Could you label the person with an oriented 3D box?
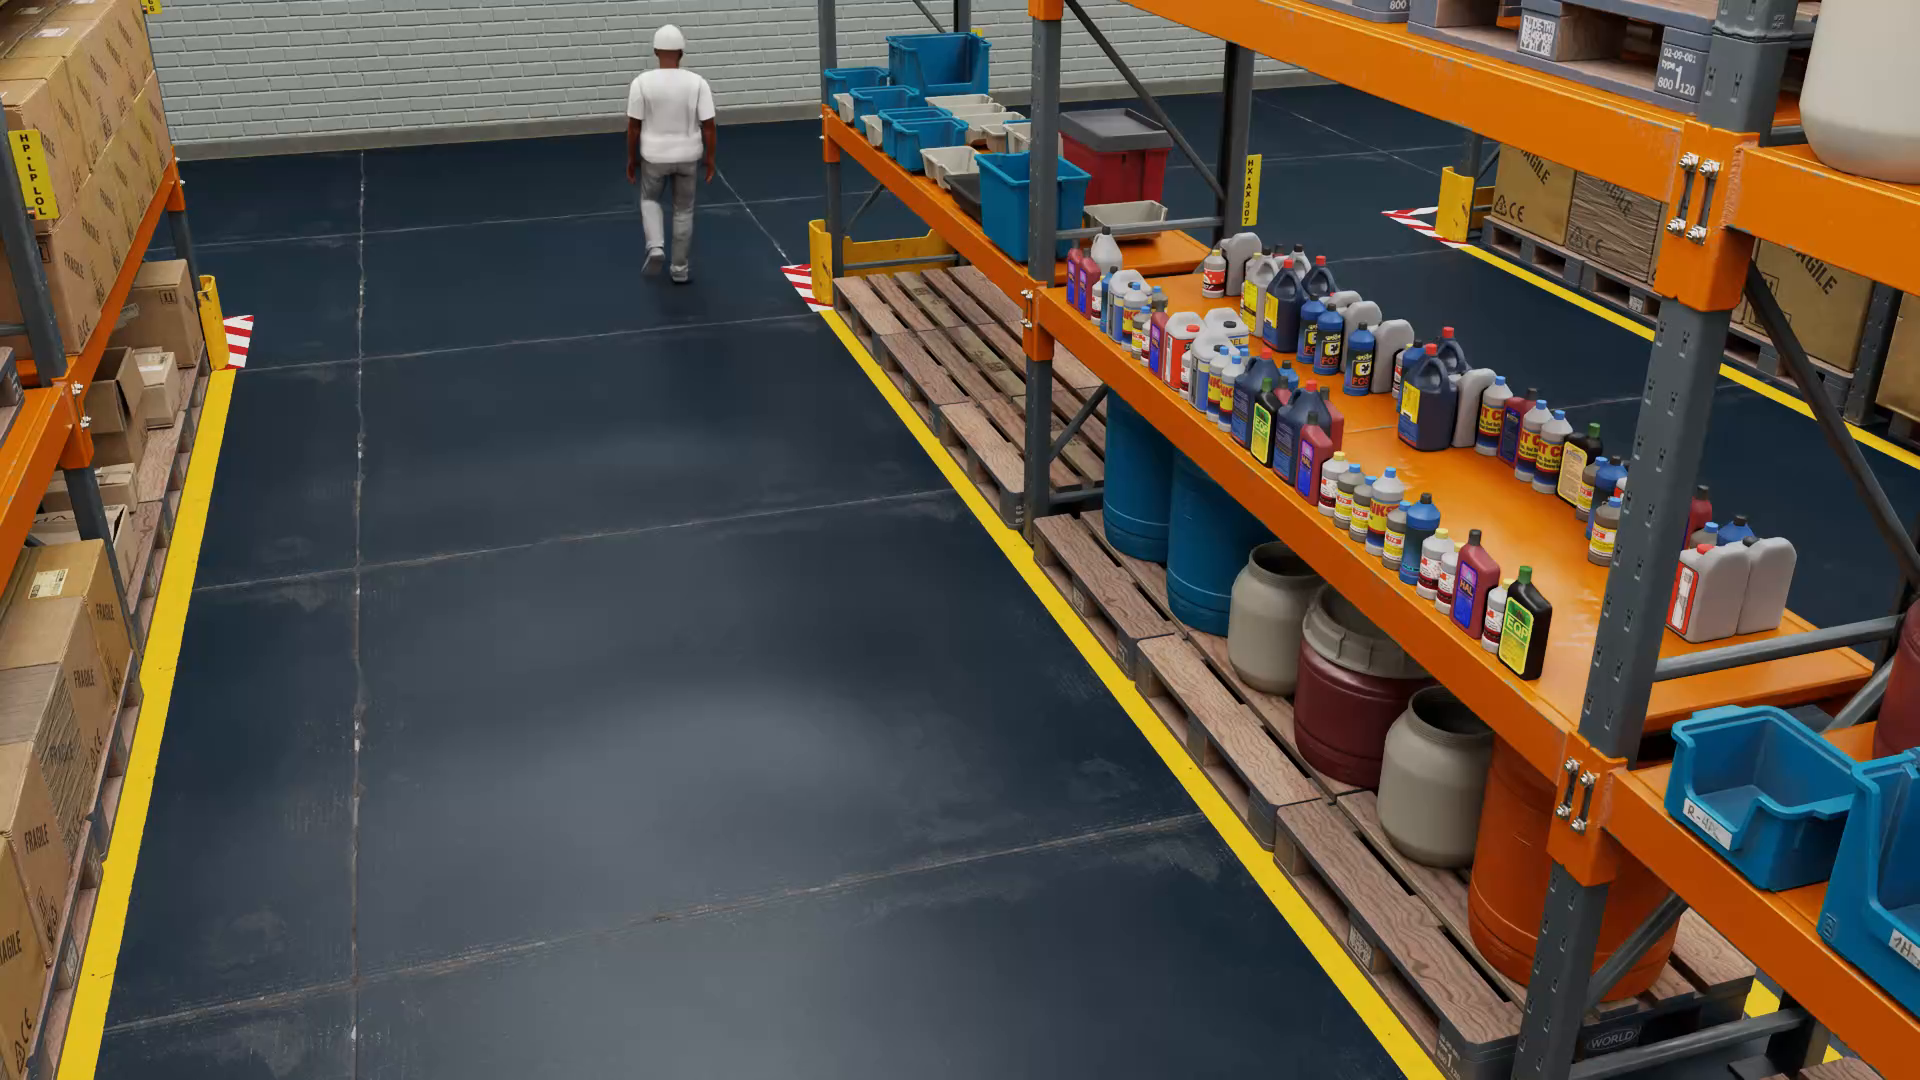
[{"bbox_3d":[-1.977,-2.627,11.391,0.624,1.753,0.492,-5,27,-10],"label":"person"}]
